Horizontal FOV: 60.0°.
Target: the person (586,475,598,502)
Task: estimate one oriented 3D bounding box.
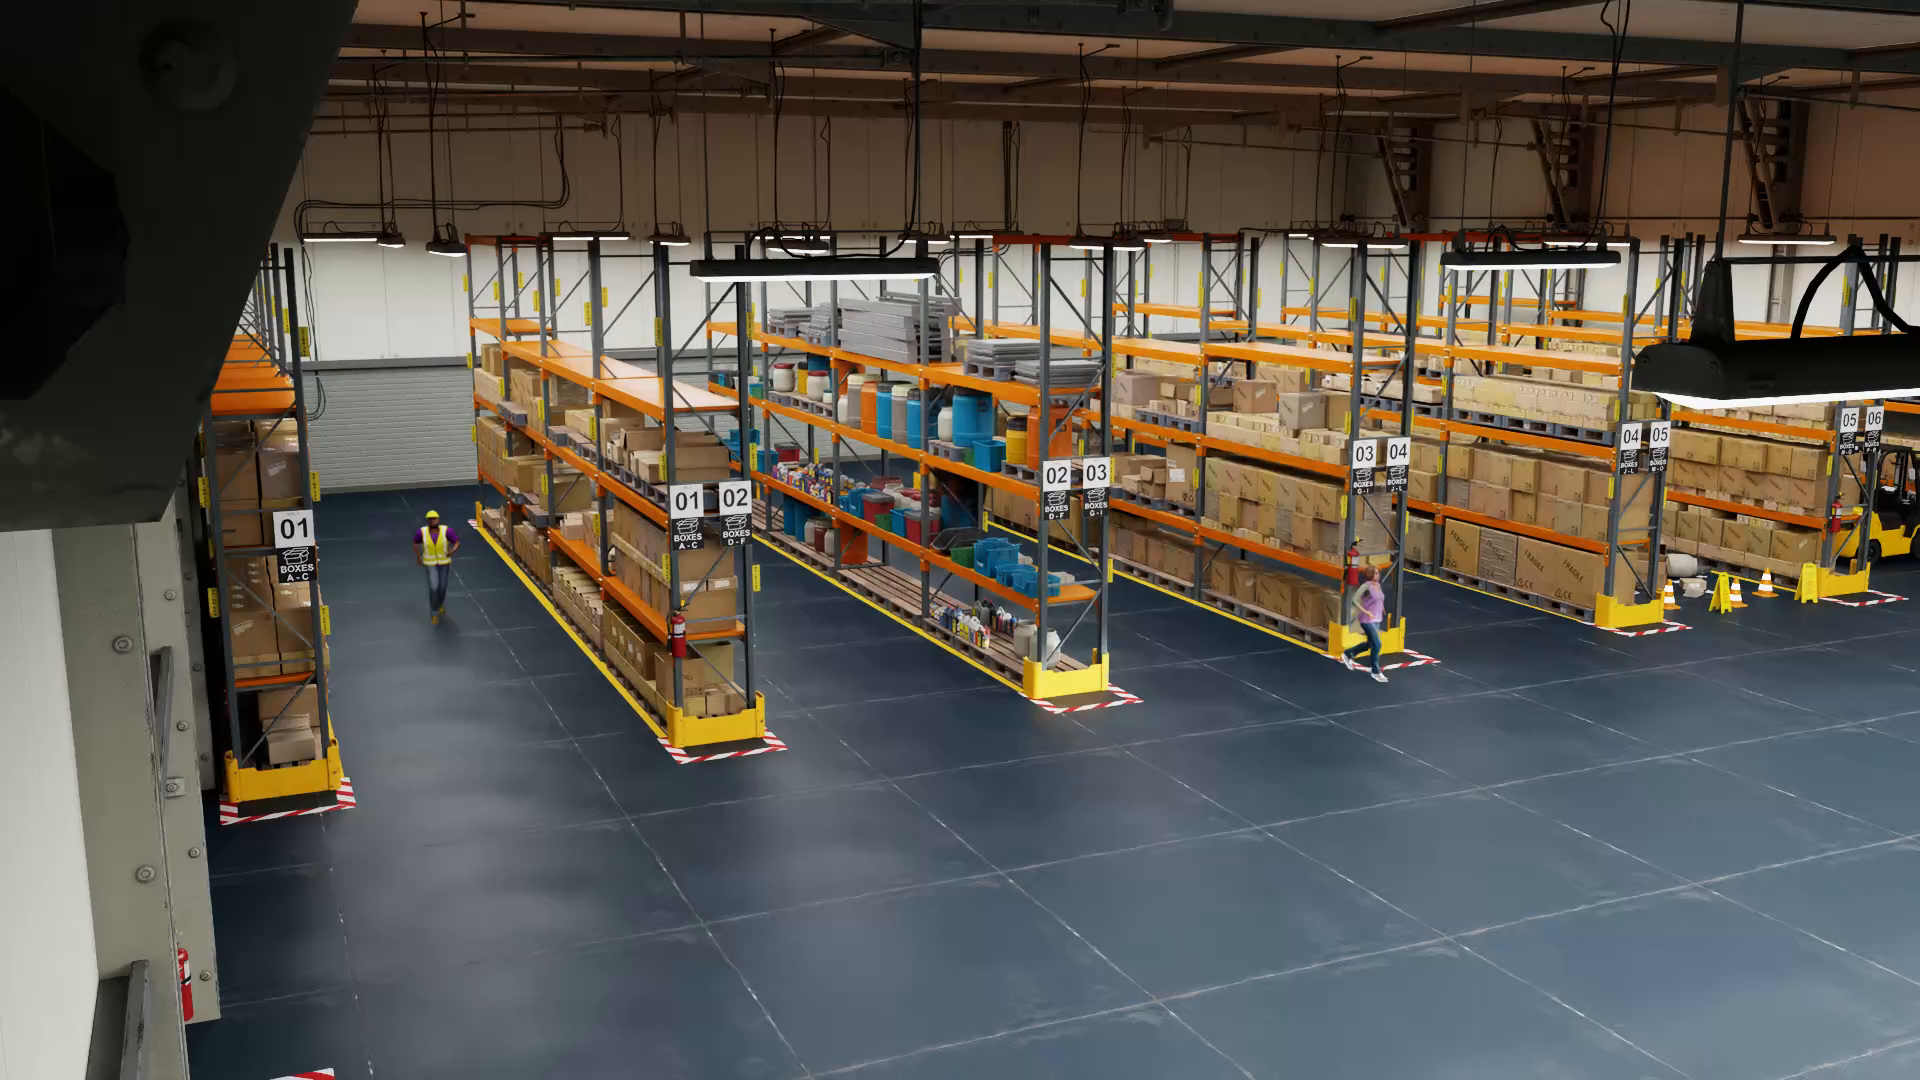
[{"bbox_3d":[-7.815,-1.243,35.249,0.855,1.653,0.642,9,14,39],"label":"person"}]

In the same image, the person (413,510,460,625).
[{"bbox_3d":[-8.309,0.411,26.457,0.704,1.835,0.745,-4,12,-22],"label":"person"}]

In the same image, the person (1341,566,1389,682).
[{"bbox_3d":[5.676,1.142,23.139,0.733,1.607,0.586,10,15,42],"label":"person"}]
